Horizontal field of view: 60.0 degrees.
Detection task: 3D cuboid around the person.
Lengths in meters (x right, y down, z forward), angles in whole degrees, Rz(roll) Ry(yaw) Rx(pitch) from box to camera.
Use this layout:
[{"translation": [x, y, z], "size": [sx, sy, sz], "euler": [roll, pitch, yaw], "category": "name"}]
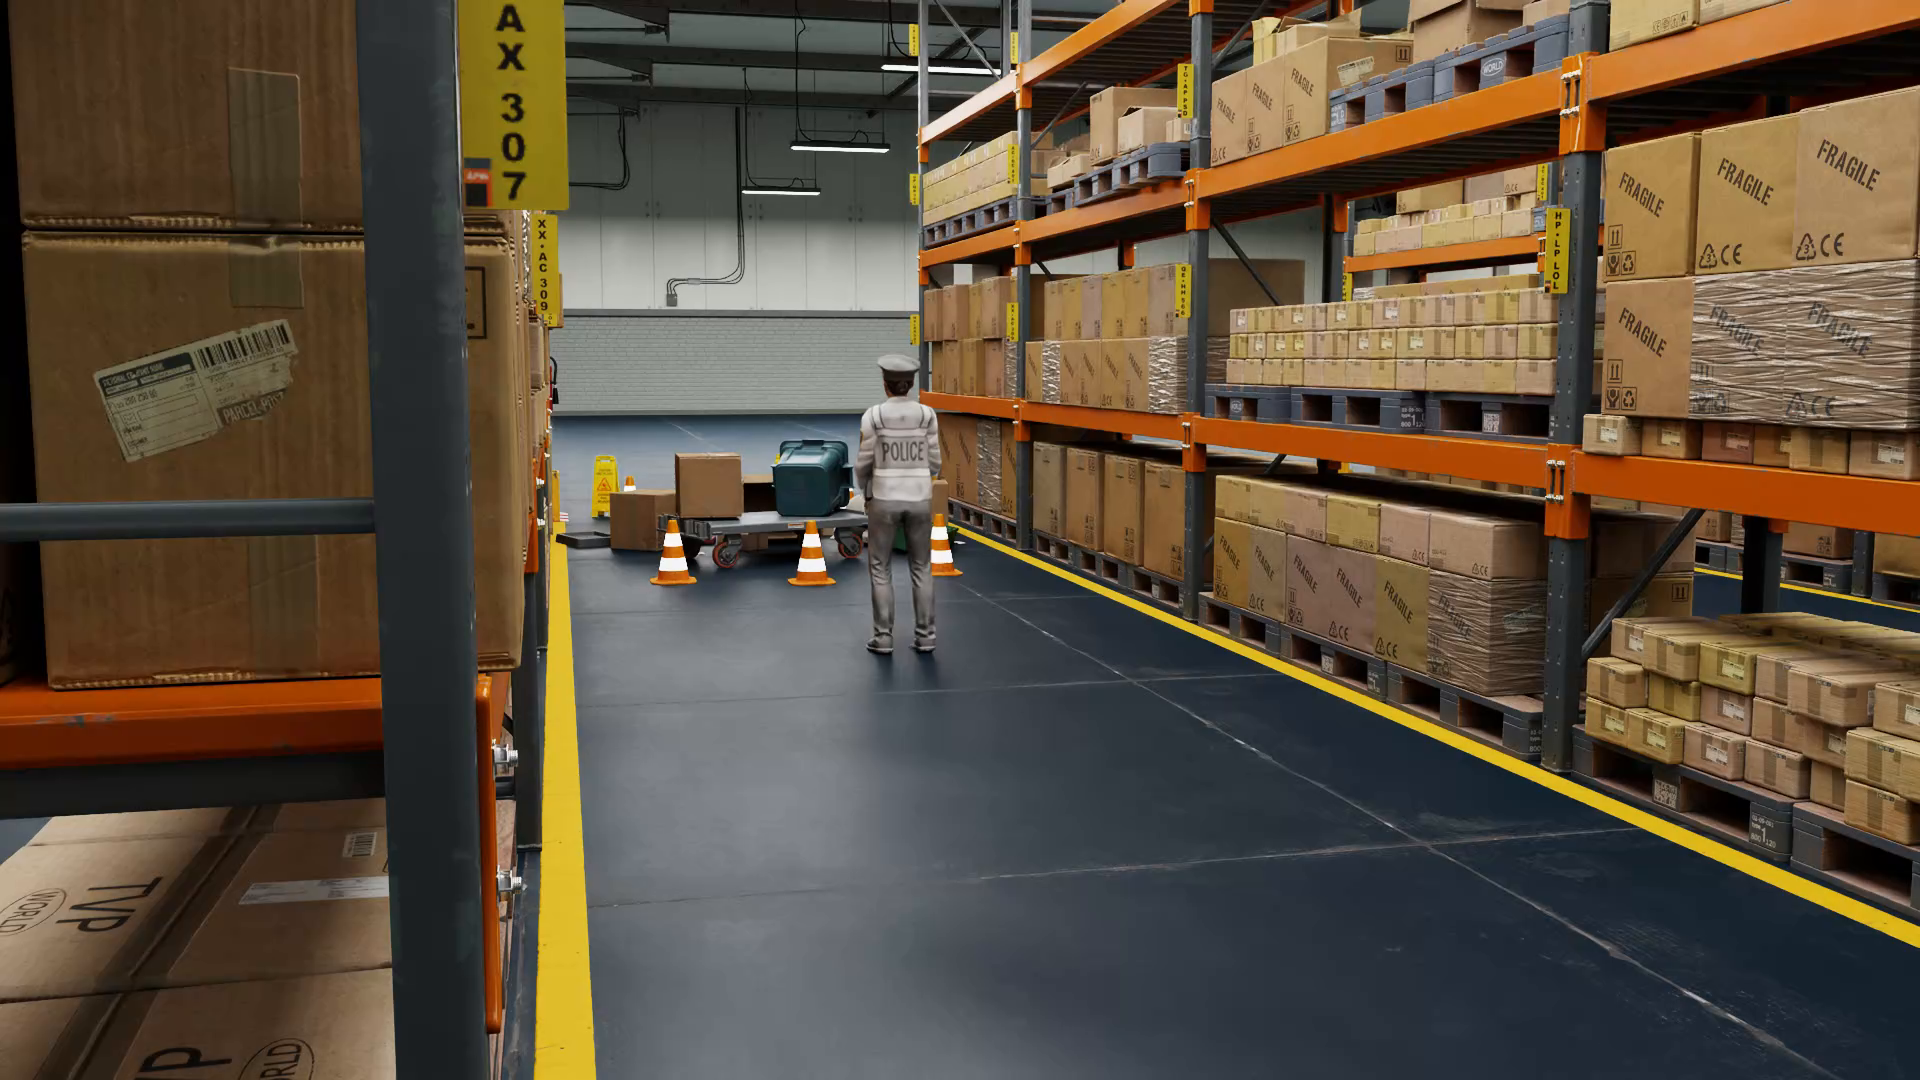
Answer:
[{"translation": [-0.360, -0.210, 9.465], "size": [0.494, 1.690, 0.464], "euler": [-2, 6, -14], "category": "person"}]
